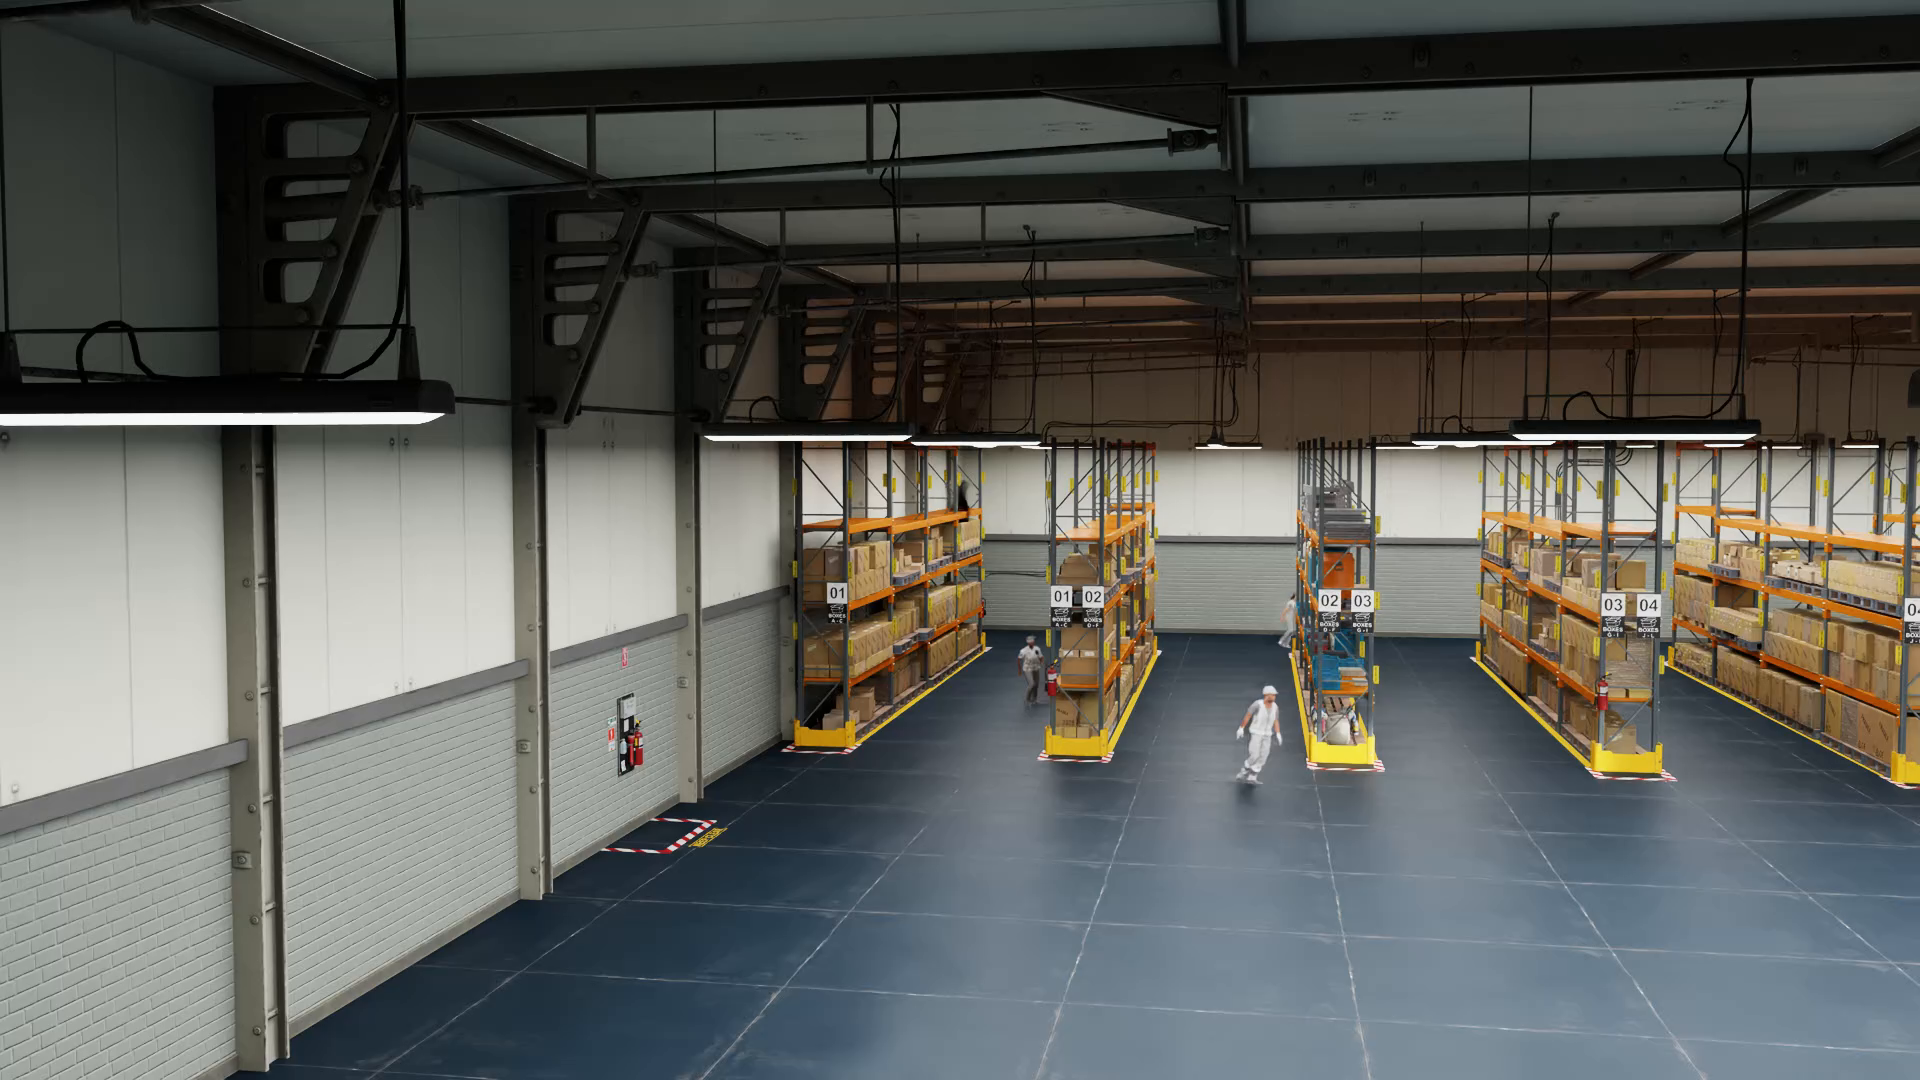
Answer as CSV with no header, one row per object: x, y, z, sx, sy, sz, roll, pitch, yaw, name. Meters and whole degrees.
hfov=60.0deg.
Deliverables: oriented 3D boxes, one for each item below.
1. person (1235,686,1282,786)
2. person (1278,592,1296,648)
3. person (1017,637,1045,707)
5.128,3.347,28.513,0.706,1.732,0.615,-1,3,-24,person
9.661,2.343,48.763,0.612,1.651,0.522,-3,4,-44,person
1.649,2.968,37.449,0.609,1.631,0.751,-2,3,-30,person
